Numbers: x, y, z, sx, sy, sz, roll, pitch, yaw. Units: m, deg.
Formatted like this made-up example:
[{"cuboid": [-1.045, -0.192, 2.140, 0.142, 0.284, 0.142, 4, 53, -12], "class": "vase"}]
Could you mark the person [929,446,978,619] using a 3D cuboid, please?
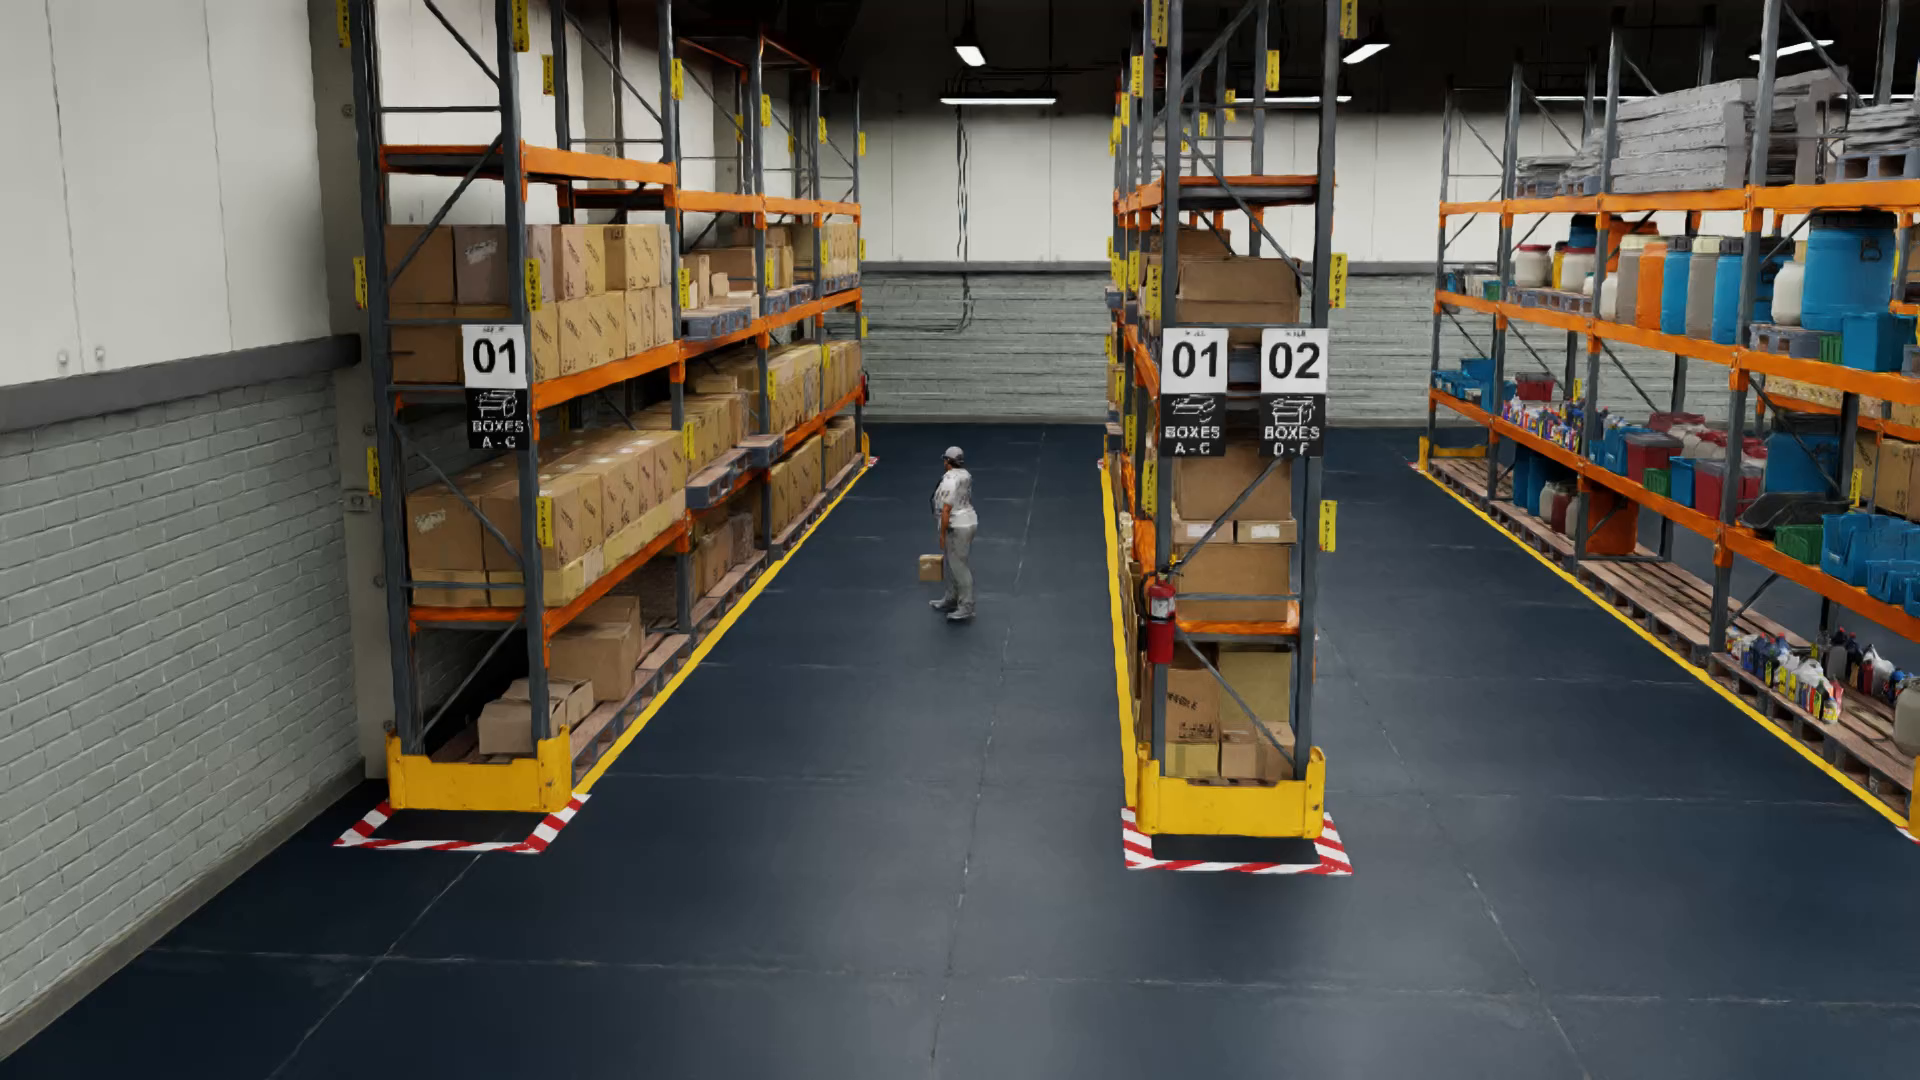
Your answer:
[{"cuboid": [-0.077, -0.101, 16.342, 0.562, 1.658, 0.604, 4, 11, 18], "class": "person"}]
